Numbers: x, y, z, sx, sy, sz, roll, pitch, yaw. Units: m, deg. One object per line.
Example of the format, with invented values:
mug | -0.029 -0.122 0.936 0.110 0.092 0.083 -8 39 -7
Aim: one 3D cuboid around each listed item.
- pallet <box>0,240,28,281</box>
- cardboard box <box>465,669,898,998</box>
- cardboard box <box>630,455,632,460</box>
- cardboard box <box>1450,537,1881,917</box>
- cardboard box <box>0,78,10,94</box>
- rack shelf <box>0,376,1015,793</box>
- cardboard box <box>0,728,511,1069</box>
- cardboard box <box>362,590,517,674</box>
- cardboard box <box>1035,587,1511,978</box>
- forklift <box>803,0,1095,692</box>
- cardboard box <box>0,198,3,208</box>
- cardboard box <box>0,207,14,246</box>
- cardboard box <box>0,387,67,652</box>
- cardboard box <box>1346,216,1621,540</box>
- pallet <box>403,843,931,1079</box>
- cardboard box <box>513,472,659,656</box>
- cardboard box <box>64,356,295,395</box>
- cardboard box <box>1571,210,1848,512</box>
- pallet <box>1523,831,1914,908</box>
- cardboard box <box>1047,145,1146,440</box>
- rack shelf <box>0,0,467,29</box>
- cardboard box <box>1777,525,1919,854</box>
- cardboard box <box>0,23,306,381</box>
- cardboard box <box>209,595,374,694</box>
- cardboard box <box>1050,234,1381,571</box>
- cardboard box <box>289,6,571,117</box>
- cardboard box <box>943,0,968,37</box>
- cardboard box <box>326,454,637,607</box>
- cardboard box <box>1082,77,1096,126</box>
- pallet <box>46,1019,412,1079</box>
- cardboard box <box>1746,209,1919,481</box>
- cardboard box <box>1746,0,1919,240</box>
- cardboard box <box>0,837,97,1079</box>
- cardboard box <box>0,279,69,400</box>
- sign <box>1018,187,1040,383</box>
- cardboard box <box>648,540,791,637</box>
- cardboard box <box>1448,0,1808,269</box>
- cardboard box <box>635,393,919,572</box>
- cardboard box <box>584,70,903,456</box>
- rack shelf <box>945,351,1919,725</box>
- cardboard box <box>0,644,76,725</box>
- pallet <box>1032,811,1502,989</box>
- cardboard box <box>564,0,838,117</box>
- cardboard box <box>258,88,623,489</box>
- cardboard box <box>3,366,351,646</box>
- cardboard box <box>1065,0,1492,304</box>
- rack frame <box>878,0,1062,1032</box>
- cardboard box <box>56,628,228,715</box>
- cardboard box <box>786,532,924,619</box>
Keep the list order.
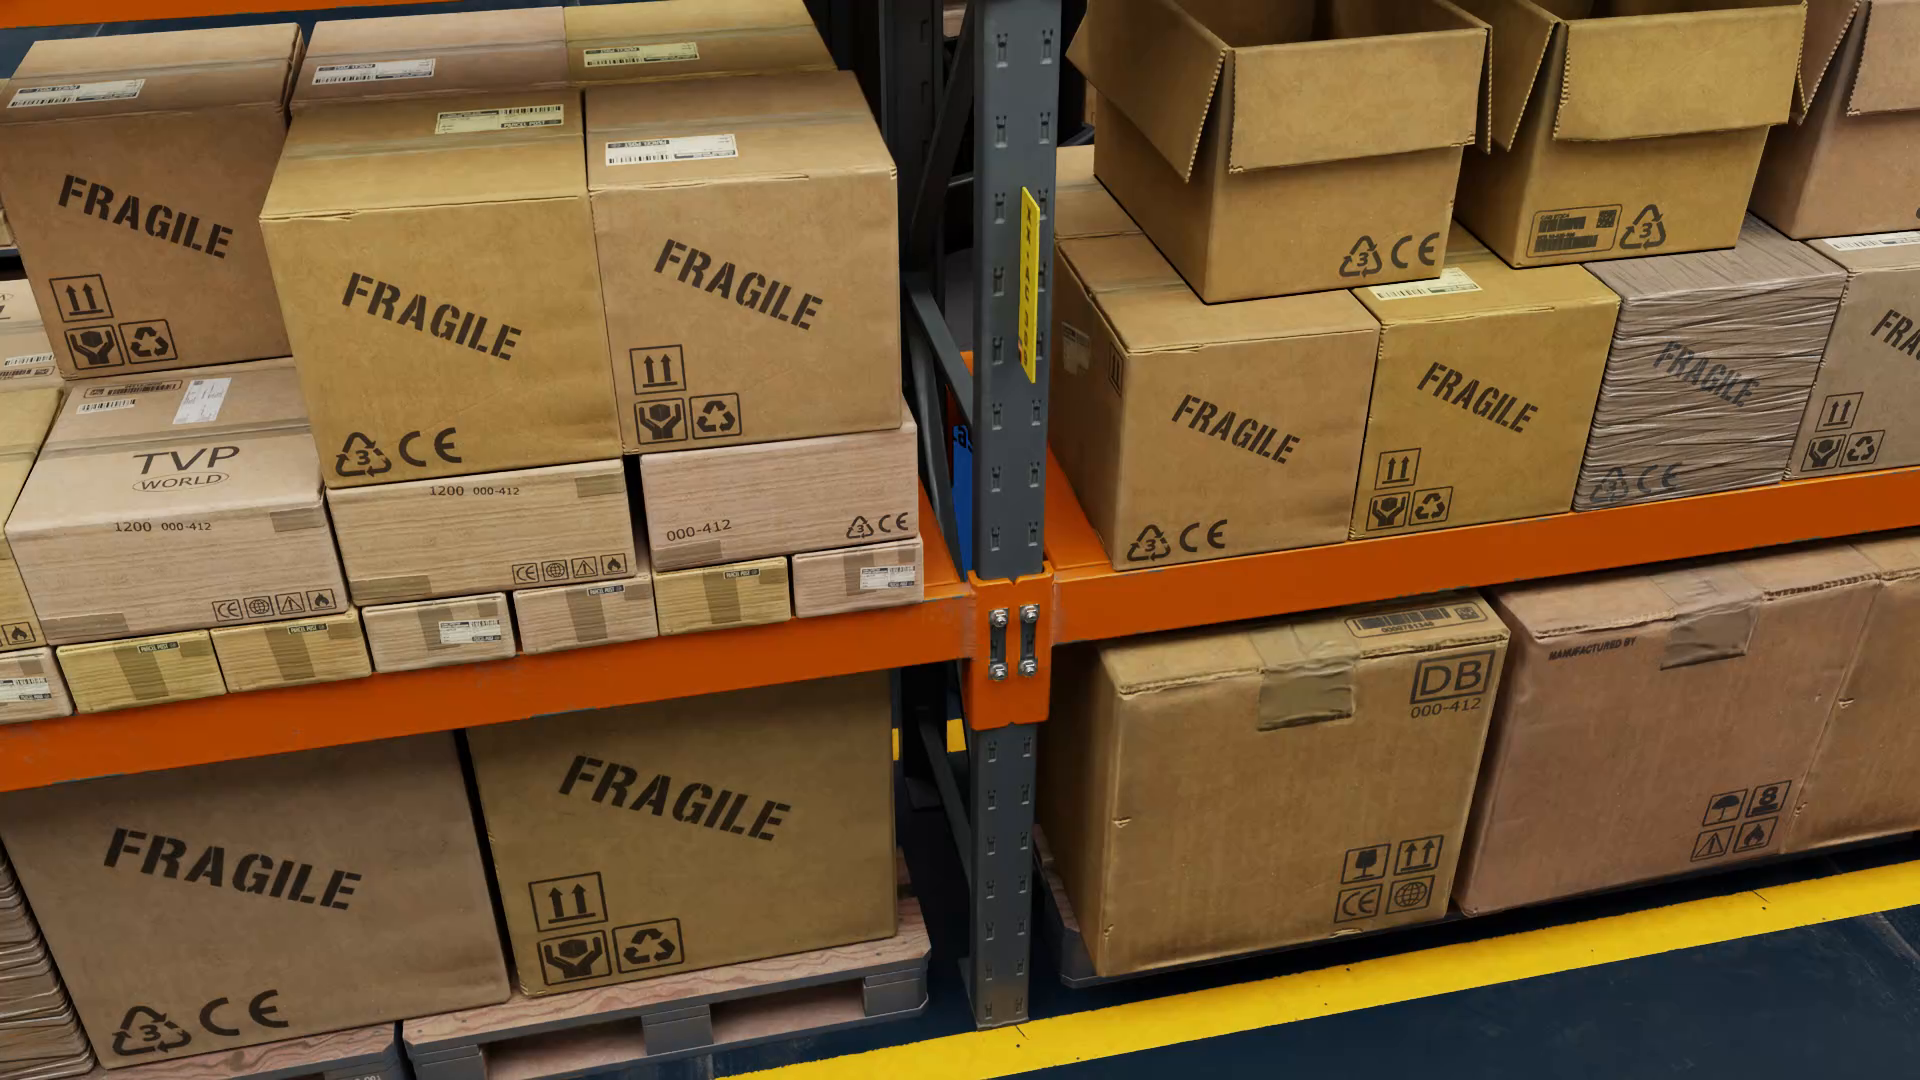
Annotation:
pallet | -4.029 -1.492 7.785 1.213 0.211 1.003 -7 35 -11
cardboard box | -0.667 0.402 3.990 0.875 0.875 0.875 -7 35 -11
cardboard box | -0.881 -0.319 3.759 0.250 0.149 0.380 -6 34 -9
cardboard box | 1.485 0.164 4.343 0.875 0.875 1.225 -8 35 -12
cardboard box | -4.443 -2.001 7.687 0.250 0.149 0.380 -7 34 -10
rack shelf | -1.957 0.201 3.405 4.000 0.370 1.077 -7 35 -11
cardboard box | -1.545 0.512 3.825 0.875 0.875 0.875 -7 35 -11
cardboard box | -0.984 0.071 3.178 0.250 0.149 0.380 -7 34 -10
cardboard box | 0.614 0.274 4.179 0.875 0.875 1.225 -7 35 -10
forklift | -0.373 -1.497 5.350 1.130 2.935 3.031 -22 40 -30
cardboard box | -4.335 -1.599 7.356 0.250 0.149 0.380 -6 34 -9
cardboard box | -4.322 -1.441 7.388 0.250 0.149 0.380 -7 34 -10
cardboard box | -1.876 -0.020 2.956 0.500 0.250 0.500 -8 35 -11
cardboard box | 0.988 -0.368 3.517 0.500 0.500 0.500 -7 35 -10
pallet | -0.765 0.865 4.272 1.213 0.211 1.003 -7 35 -11
cardboard box | -0.733 0.039 3.225 0.250 0.149 0.380 -8 35 -11
cardboard box | -1.512 -0.365 3.469 0.500 0.250 0.500 -6 34 -9
cardboard box | 1.476 -0.430 3.609 0.500 0.500 0.500 -8 35 -12
pallet | 1.922 0.526 4.776 1.213 0.211 1.003 -7 35 -11
cardboard box | 0.390 -0.591 3.850 0.500 0.500 0.500 -7 35 -10
rack shelf | -2.952 -2.508 7.440 4.000 0.370 1.077 -7 35 -11
cardboard box | 2.347 0.051 4.512 0.875 0.875 1.225 -7 35 -10
cardboard box | -1.518 -0.674 3.257 0.500 0.500 0.500 -8 35 -12
cardboard box | -1.235 0.103 3.131 0.250 0.149 0.380 -7 34 -10
cardboard box | 0.498 -0.306 3.425 0.500 0.500 0.500 -7 35 -10
cardboard box | -1.012 -0.740 3.356 0.500 0.500 0.500 -7 35 -11
cardboard box | -0.223 -2.447 7.898 0.500 0.250 0.500 -9 35 -13
cardboard box | -0.883 -0.143 3.139 0.500 0.250 0.500 -6 34 -9
cardboard box | 0.801 -2.273 8.311 0.500 0.500 0.500 -7 34 -10
pallet | -1.957 1.017 4.045 1.213 0.211 1.003 -7 35 -11
cardboard box | 1.979 -0.496 3.708 0.500 0.500 0.500 -7 34 -10
cardboard box | 1.890 -1.048 3.630 0.637 0.503 0.797 -6 34 -9
cardboard box | -2.413 0.622 3.662 0.875 0.875 0.875 -7 35 -11
cardboard box | -1.995 -0.308 3.385 0.500 0.250 0.500 -7 35 -10
sign | 0.118 -0.435 2.858 0.005 0.325 0.100 -7 35 -11
cardboard box | -0.483 0.008 3.272 0.250 0.149 0.380 -7 34 -10
cardboard box | 1.287 -0.963 3.503 0.637 0.503 0.797 -7 34 -10
cardboard box | -0.379 -0.208 3.236 0.500 0.250 0.500 -8 35 -11
cardboard box | -0.395 -0.515 3.020 0.500 0.500 0.500 -6 34 -9
rack shelf | 1.945 -0.291 4.137 4.000 0.370 1.077 -7 35 -11
cardboard box | -1.733 0.165 3.038 0.250 0.149 0.380 -7 34 -10
pallet | 0.730 0.678 4.550 1.213 0.211 1.003 -7 35 -11
cardboard box | -0.530 -0.797 3.440 0.500 0.500 0.500 -7 35 -11
cardboard box | -0.885 -0.455 2.931 0.500 0.500 0.500 -7 34 -10
cardboard box | -1.381 -0.080 3.046 0.500 0.250 0.500 -7 34 -10
cardboard box | 0.615 -0.885 3.387 0.637 0.503 0.797 -8 35 -12
rack frame | -0.006 -0.344 3.571 0.127 3.000 1.000 -7 35 -11
cardboard box | -1.485 0.134 3.084 0.250 0.149 0.380 -8 35 -11
cardboard box | -0.231 -0.024 3.319 0.250 0.149 0.380 -7 34 -10
